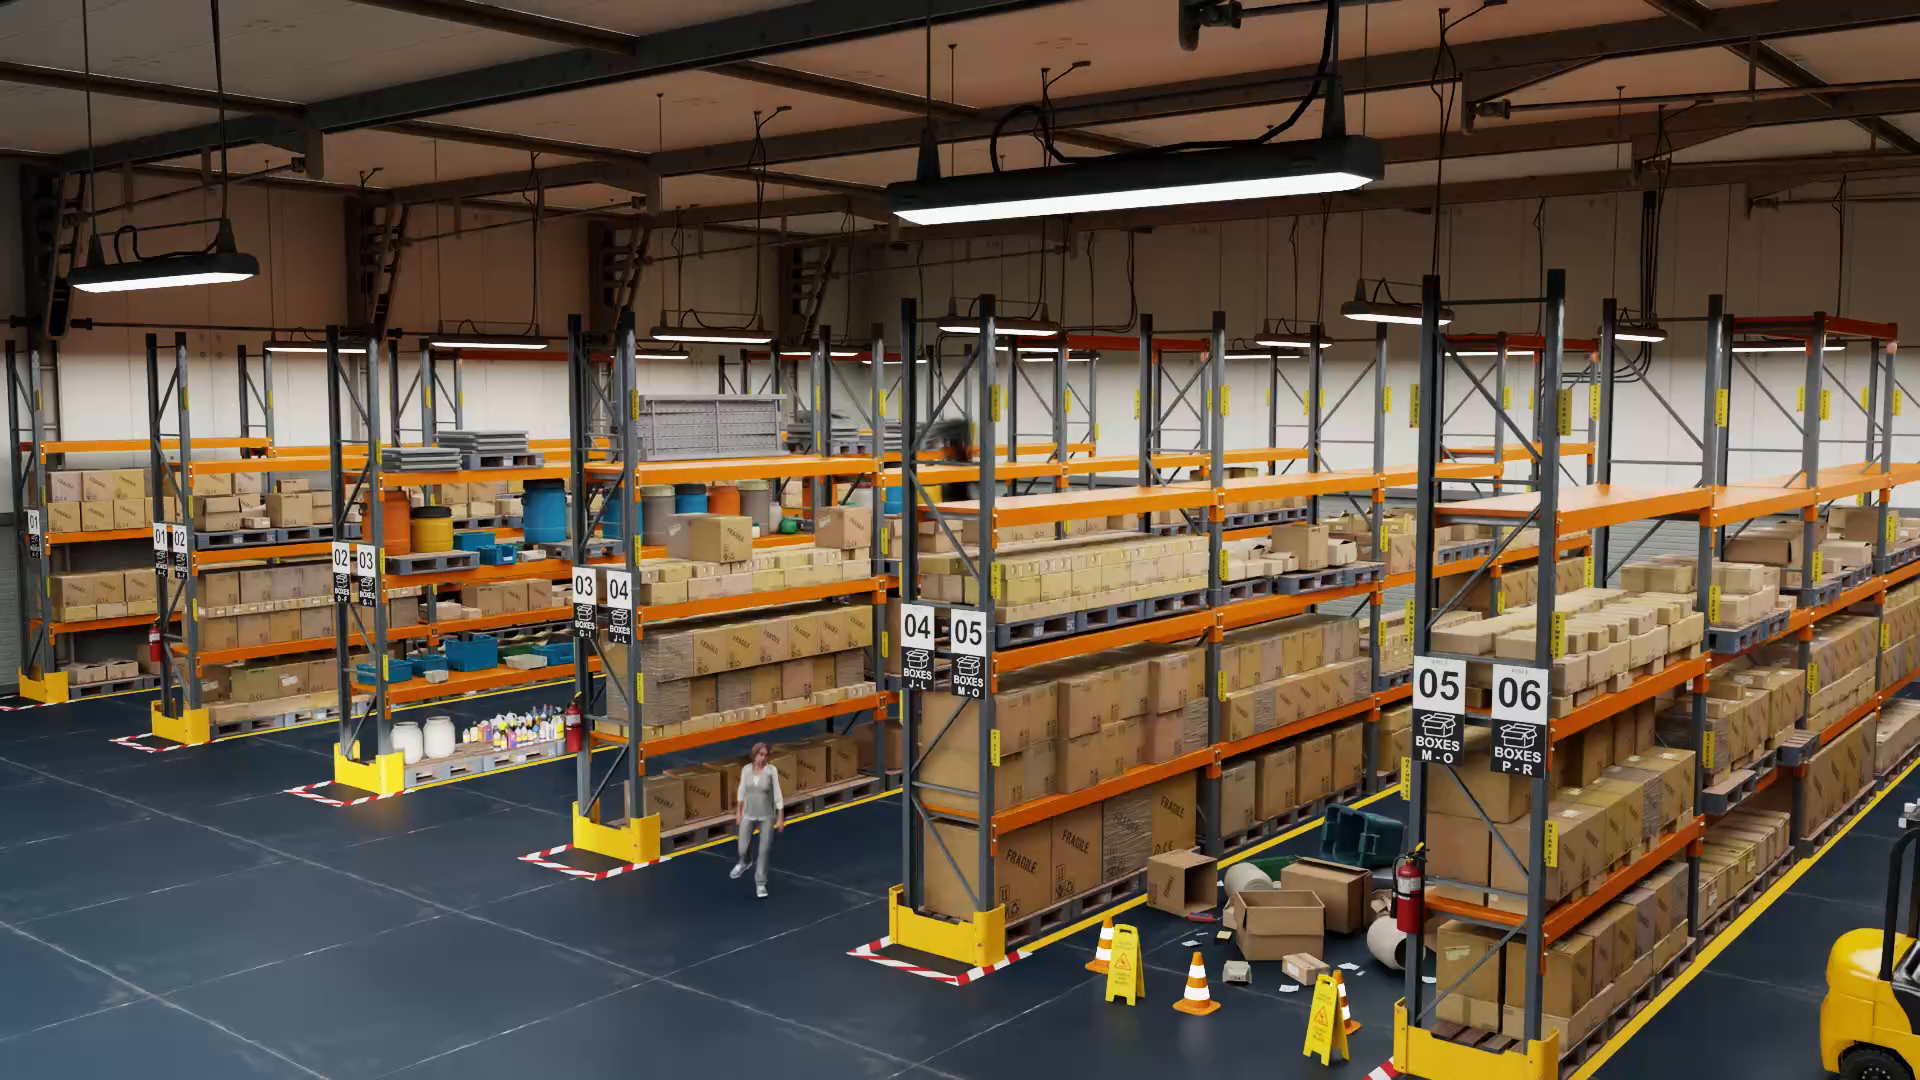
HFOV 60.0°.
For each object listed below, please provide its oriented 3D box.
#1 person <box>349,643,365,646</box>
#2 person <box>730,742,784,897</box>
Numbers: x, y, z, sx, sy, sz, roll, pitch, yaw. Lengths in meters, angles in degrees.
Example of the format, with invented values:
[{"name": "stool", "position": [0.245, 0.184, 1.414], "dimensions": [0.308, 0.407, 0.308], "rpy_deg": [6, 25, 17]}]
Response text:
[{"name": "person", "position": [-10.769, 1.730, 29.308], "dimensions": [0.666, 1.727, 0.837], "rpy_deg": [-1, 5, -8]}, {"name": "person", "position": [-2.092, 2.835, 17.075], "dimensions": [0.584, 1.580, 0.538], "rpy_deg": [0, 5, -2]}]
